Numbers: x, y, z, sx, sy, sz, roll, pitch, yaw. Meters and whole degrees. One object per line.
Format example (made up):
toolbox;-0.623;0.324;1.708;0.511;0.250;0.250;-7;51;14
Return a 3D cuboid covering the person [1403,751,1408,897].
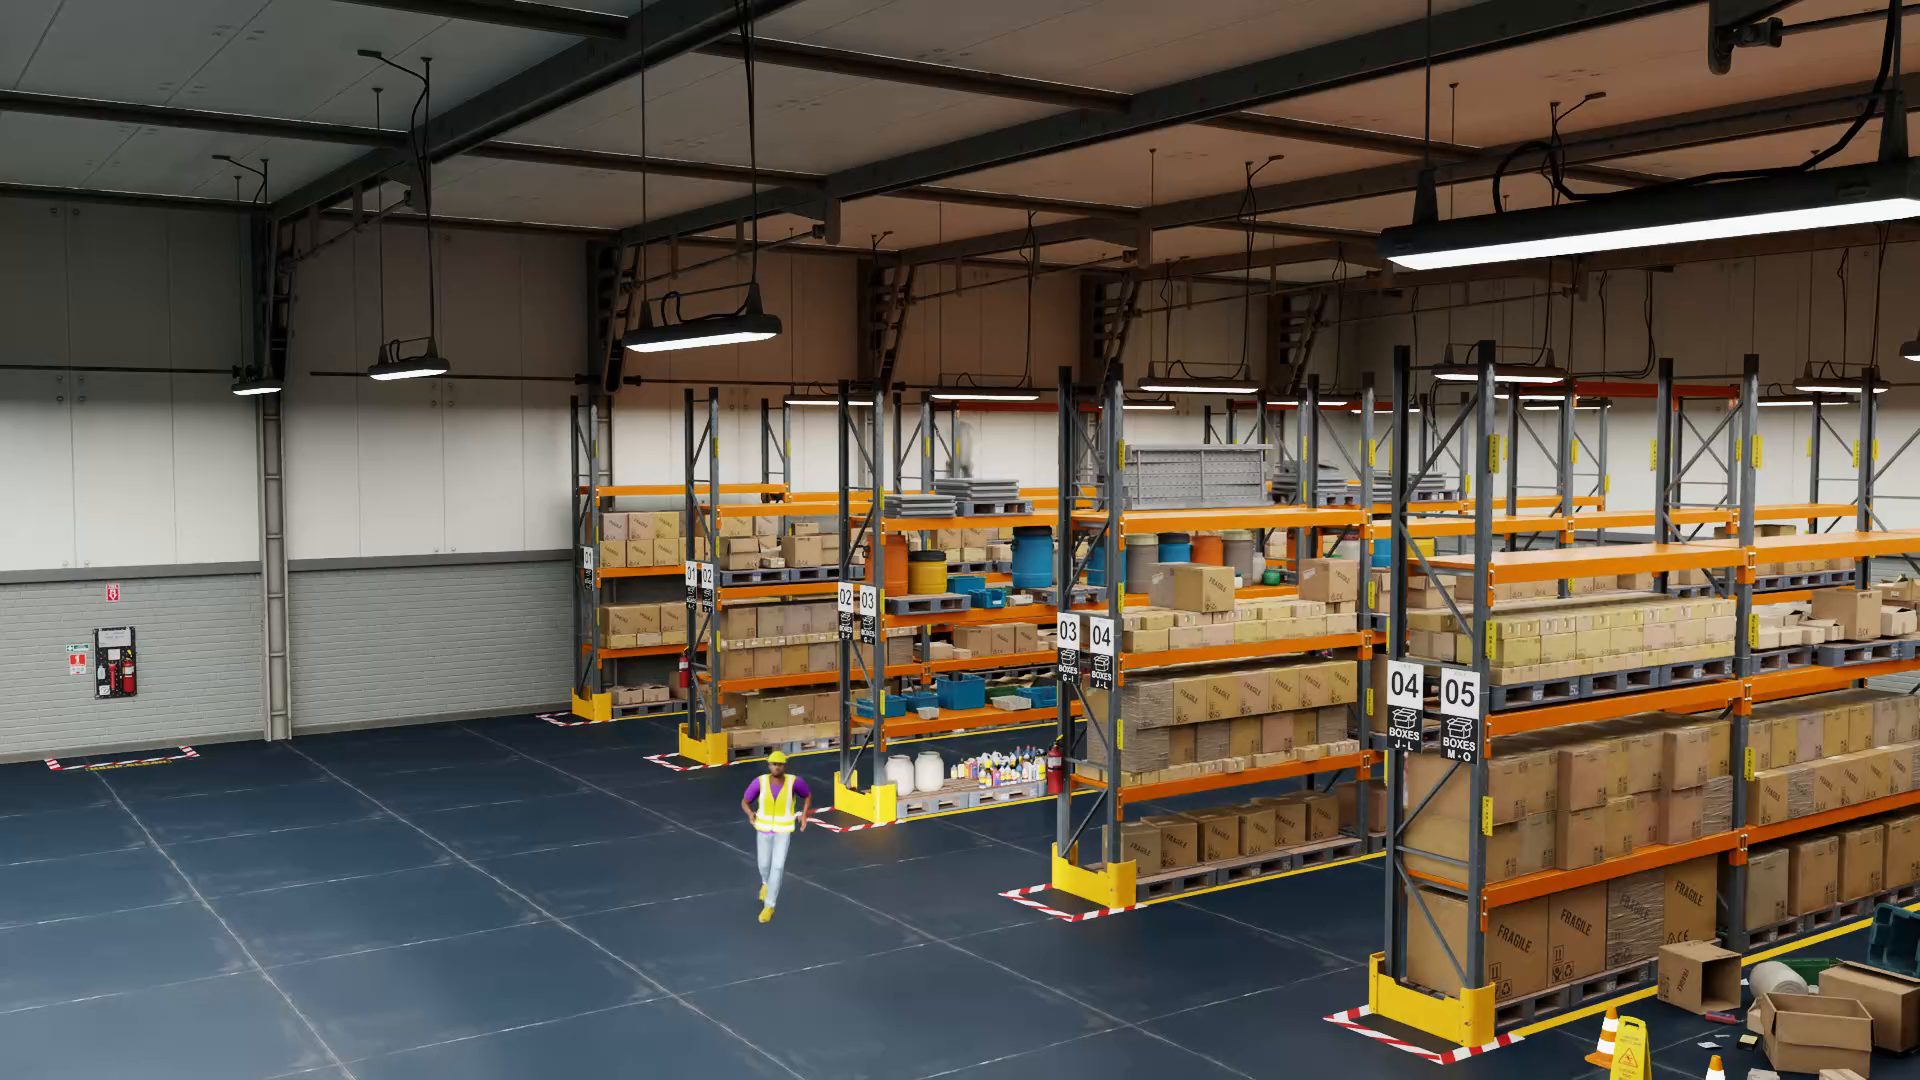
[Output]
person;5.121;3.156;18.677;0.642;1.718;0.921;3;4;40

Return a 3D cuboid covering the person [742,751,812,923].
person;-2.022;3.180;18.144;0.742;1.767;0.989;0;3;3
